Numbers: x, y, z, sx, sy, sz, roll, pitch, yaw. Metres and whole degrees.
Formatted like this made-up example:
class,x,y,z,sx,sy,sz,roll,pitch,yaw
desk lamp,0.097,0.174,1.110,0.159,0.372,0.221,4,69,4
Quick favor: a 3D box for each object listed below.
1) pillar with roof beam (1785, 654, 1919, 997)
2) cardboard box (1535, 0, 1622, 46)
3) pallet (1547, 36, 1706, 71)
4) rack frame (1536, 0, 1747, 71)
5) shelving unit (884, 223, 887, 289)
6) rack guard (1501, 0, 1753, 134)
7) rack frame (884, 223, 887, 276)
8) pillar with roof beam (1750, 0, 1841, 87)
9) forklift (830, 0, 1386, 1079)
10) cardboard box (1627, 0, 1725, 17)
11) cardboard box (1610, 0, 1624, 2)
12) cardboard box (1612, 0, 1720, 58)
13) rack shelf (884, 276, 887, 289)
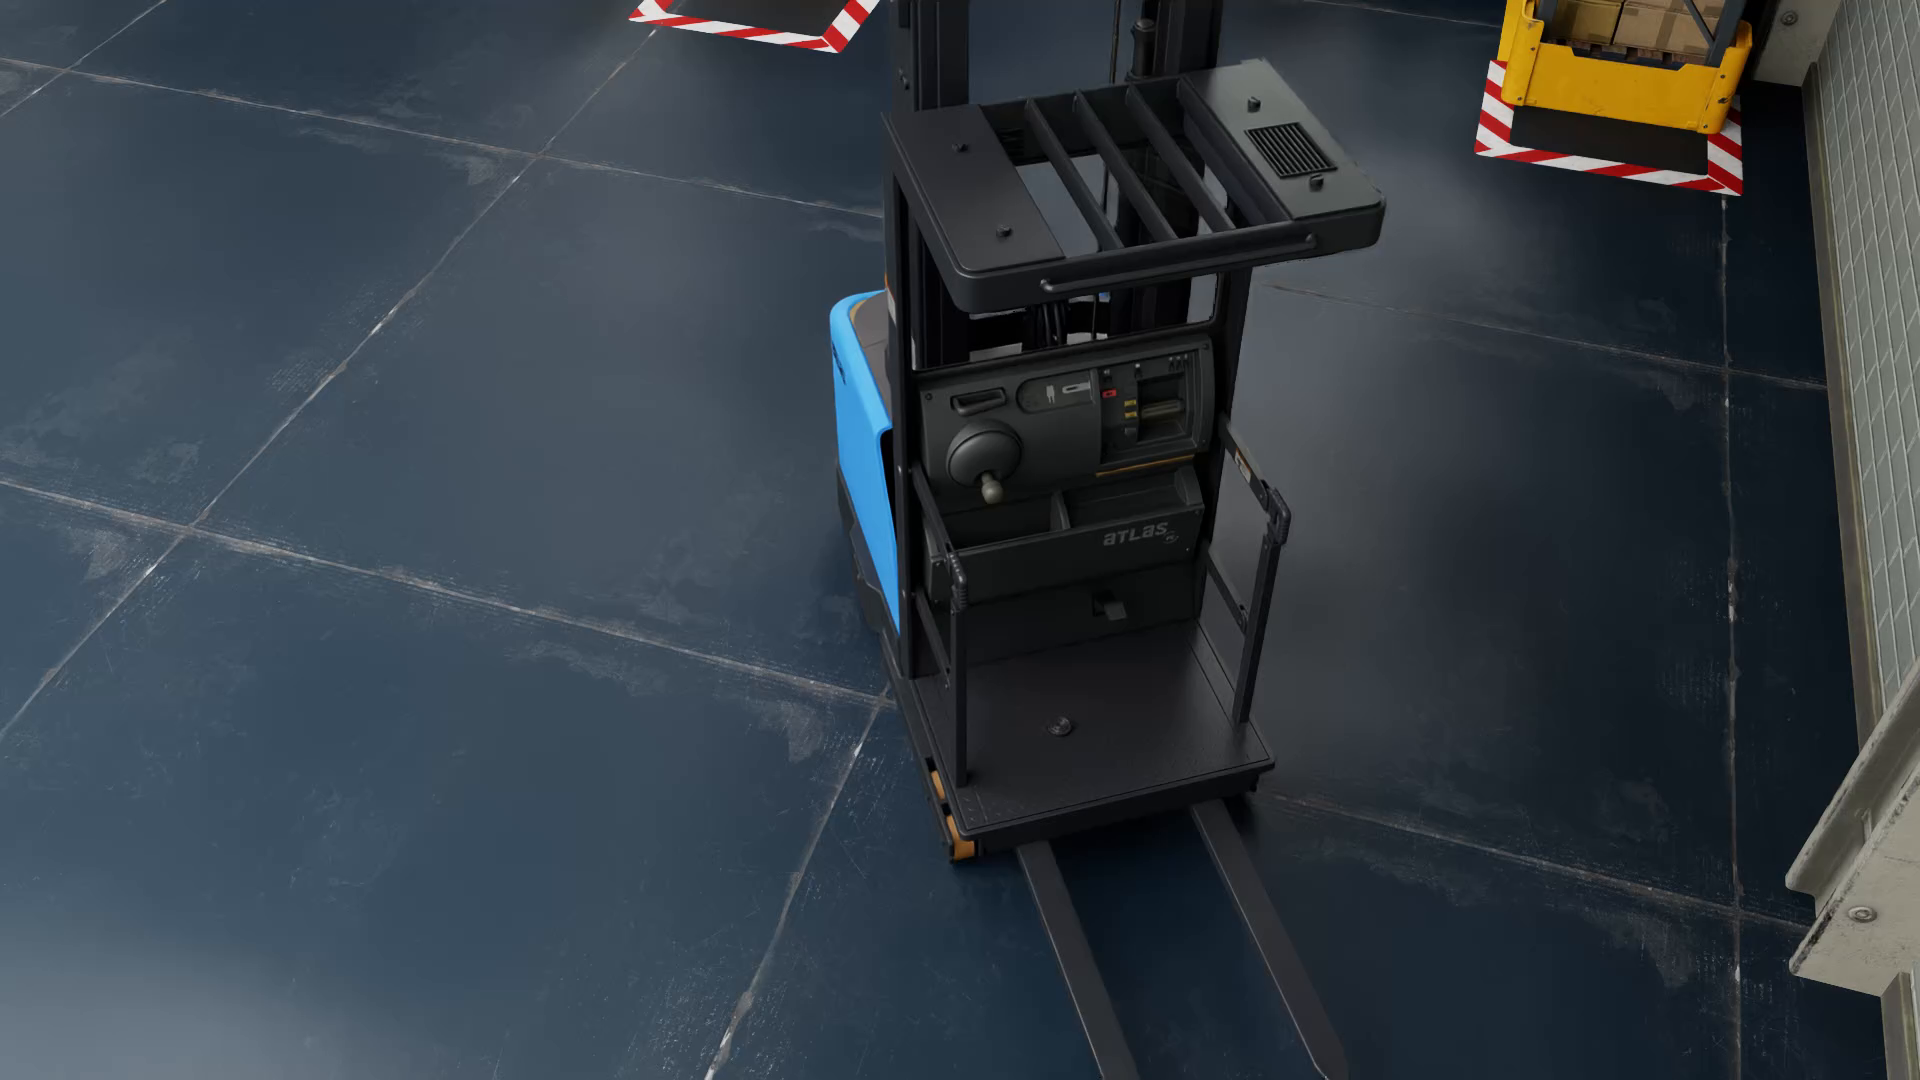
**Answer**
class,x,y,z,sx,sy,sz,roll,pitch,yaw
pillar with roof beam,-1.236,-2.838,3.216,9.100,9.000,0.400,13,46,13
cardboard box,3.456,-3.056,9.394,0.500,0.250,0.500,13,46,13
pallet,3.806,-3.030,9.696,1.003,0.211,1.213,13,46,13
rack frame,3.614,-3.508,8.190,1.000,3.000,0.127,13,46,13
shelving unit,-0.144,-0.721,6.629,0.258,1.200,0.189,-11,45,-11
rack guard,3.607,-2.599,9.048,1.175,0.500,0.348,13,46,13
rack frame,-0.169,-0.783,6.692,0.240,1.200,0.006,-11,45,-11
pillar with roof beam,0.581,-6.837,7.303,9.100,9.000,0.400,13,46,13
forklift,0.398,-0.275,4.936,1.130,2.935,3.031,-11,45,-11
cardboard box,3.955,-3.124,9.106,0.500,0.250,0.500,13,46,13
cardboard box,3.464,-3.245,9.230,0.500,0.250,0.500,12,46,12
cardboard box,3.949,-2.961,9.297,0.500,0.250,0.500,13,46,13
rack shelf,-0.144,-0.947,6.408,0.258,0.103,0.180,-11,45,-11
